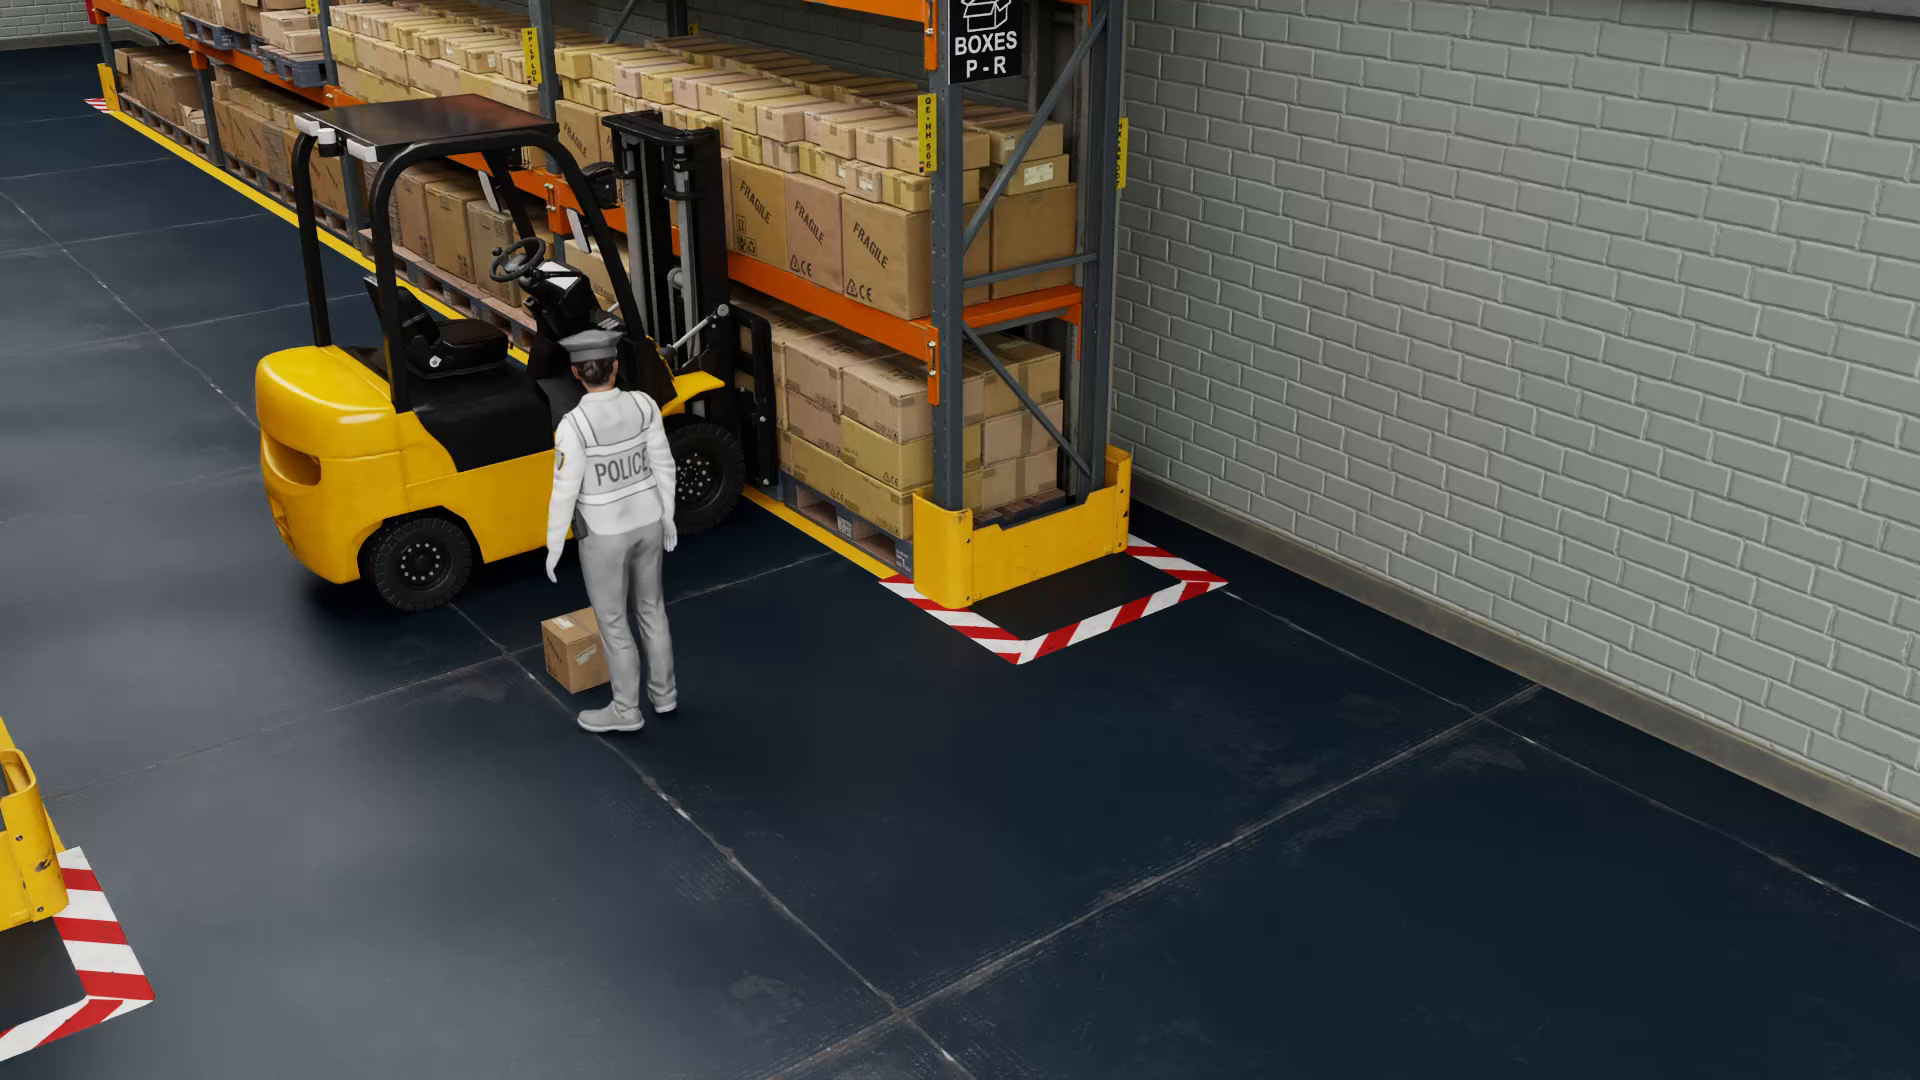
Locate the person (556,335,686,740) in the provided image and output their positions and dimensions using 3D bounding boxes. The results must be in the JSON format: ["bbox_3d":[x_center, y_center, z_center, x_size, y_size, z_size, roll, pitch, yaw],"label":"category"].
[{"bbox_3d":[-1.367,0.003,6.605,0.469,1.664,0.328,-17,30,-32],"label":"person"}]
